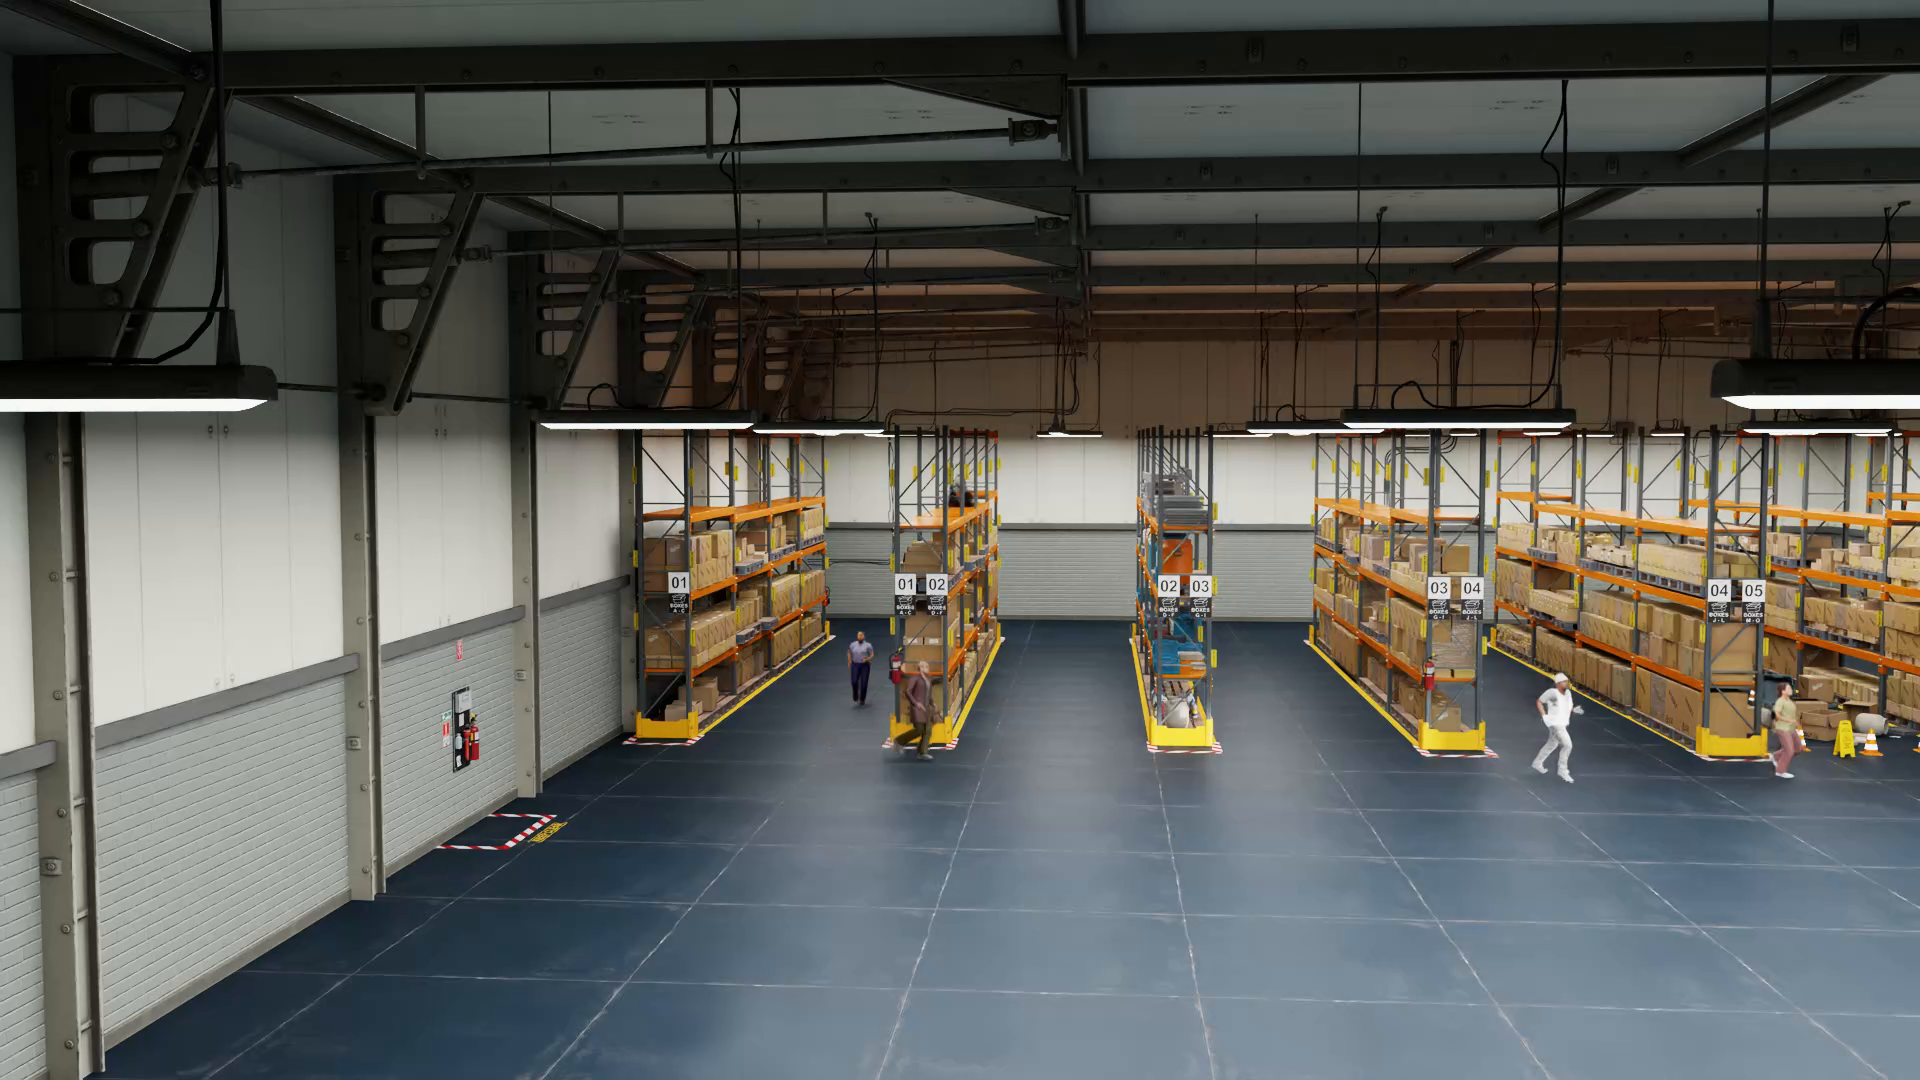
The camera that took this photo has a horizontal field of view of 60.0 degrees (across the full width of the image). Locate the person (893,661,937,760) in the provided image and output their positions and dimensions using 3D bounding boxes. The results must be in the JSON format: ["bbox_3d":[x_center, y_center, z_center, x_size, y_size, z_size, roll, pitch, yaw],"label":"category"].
[{"bbox_3d":[-0.706,3.052,29.992,0.819,1.729,0.760,2,4,33],"label":"person"}]

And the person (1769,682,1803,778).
[{"bbox_3d":[13.982,3.219,28.175,0.598,1.615,0.571,-3,4,-39],"label":"person"}]

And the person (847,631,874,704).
[{"bbox_3d":[-2.155,2.762,35.867,0.606,1.600,0.557,0,3,1],"label":"person"}]

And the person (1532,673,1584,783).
[{"bbox_3d":[10.085,3.143,28.119,0.640,1.813,0.859,-3,5,-44],"label":"person"}]
